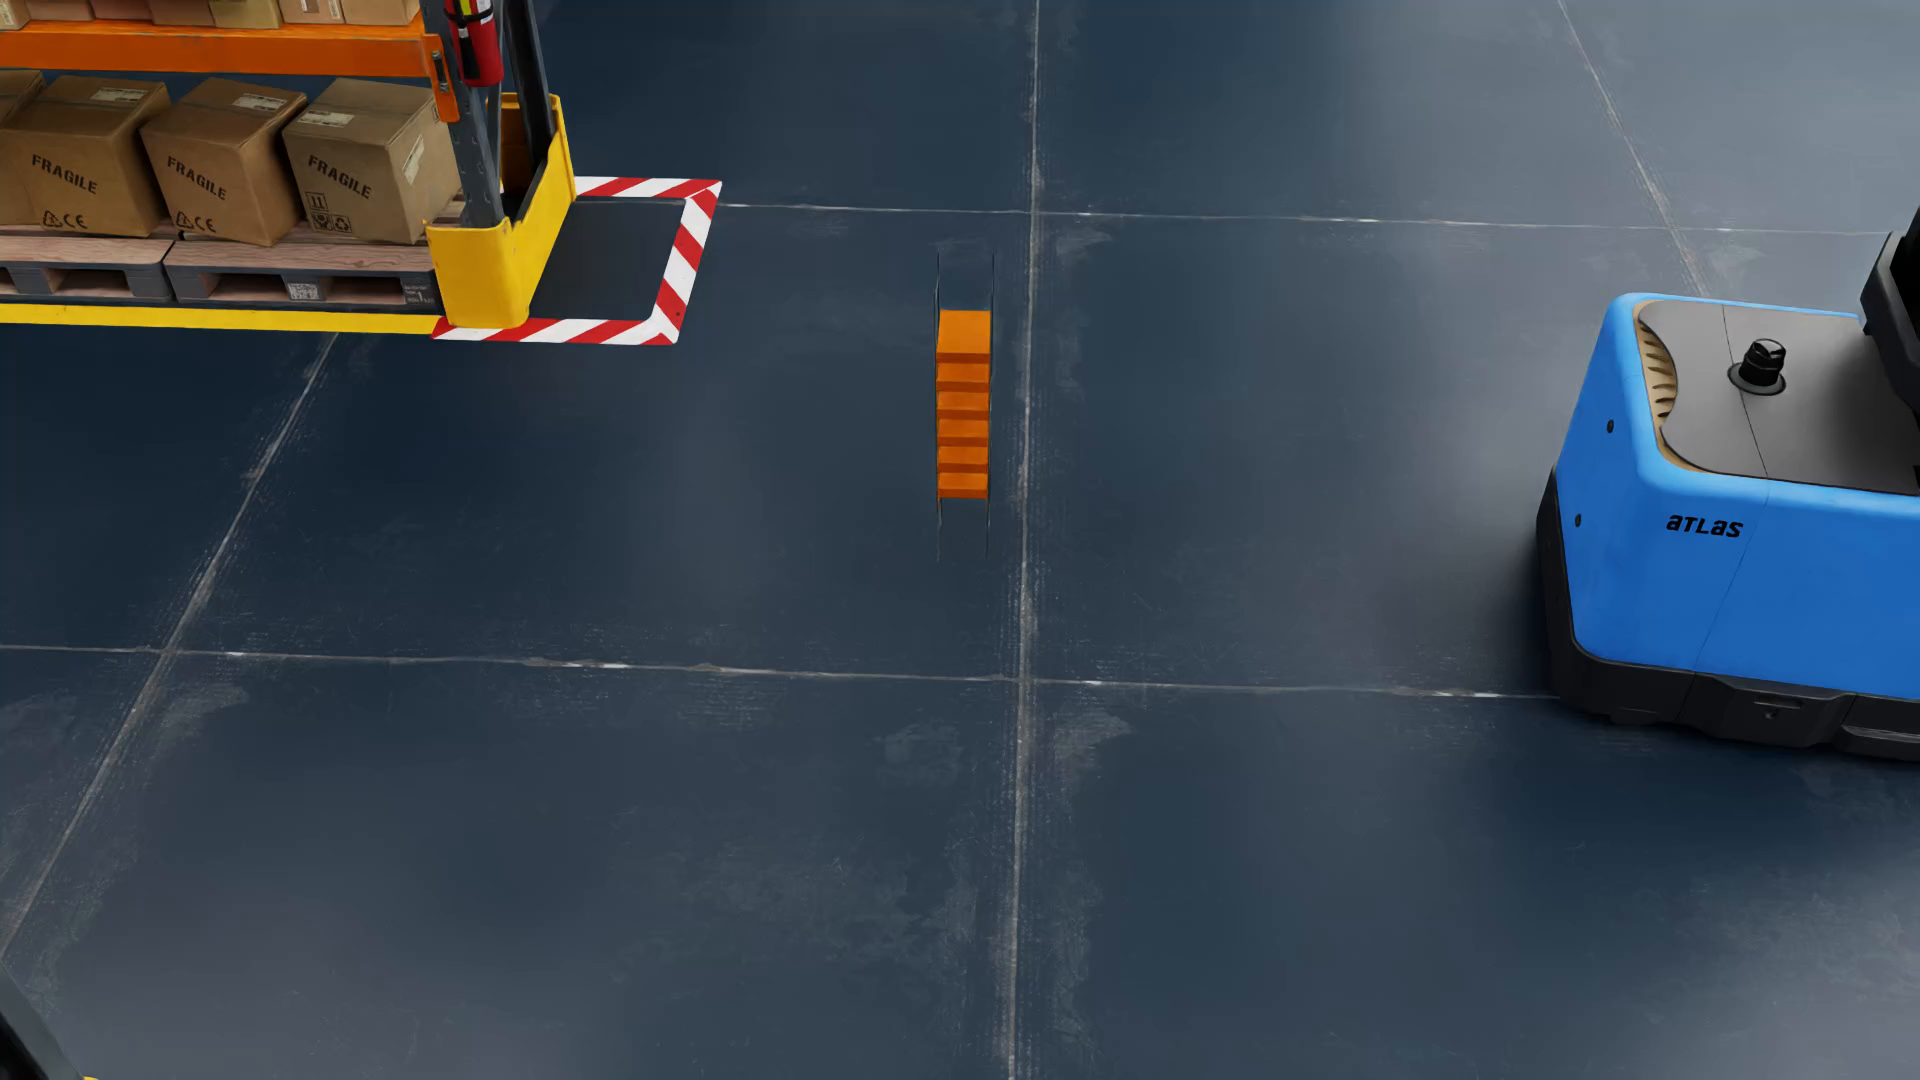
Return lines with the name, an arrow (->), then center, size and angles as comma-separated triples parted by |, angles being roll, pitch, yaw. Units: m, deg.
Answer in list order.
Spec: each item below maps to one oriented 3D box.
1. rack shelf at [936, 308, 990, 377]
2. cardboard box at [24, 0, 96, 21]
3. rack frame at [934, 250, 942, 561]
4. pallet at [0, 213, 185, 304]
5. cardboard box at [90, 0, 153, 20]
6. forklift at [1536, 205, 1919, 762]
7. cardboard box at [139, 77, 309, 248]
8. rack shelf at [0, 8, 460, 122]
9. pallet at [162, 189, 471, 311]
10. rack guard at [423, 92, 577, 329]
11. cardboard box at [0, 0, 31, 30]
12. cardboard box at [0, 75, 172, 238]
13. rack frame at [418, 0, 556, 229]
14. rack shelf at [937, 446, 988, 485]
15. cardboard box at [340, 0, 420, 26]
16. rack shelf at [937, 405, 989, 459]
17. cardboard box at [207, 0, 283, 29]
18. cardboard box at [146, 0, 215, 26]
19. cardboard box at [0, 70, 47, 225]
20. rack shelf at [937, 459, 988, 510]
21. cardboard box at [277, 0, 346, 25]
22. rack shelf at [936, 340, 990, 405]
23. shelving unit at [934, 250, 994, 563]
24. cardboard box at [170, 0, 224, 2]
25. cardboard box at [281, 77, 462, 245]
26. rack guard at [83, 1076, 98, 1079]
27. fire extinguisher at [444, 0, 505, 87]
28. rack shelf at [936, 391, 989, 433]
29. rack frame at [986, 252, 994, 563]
rack shelf -> 0.014, -0.669, 5.625 | 0.180, 0.103, 0.258 | 2, 43, 2
cardboard box -> -3.516, -2.218, 6.615 | 0.250, 0.149, 0.380 | 2, 43, 2
rack frame -> -0.077, -0.441, 5.844 | 0.006, 1.200, 0.240 | 2, 43, 2
pallet -> -4.074, -1.485, 7.689 | 1.213, 0.211, 1.003 | 2, 43, 2
cardboard box -> -3.266, -2.226, 6.623 | 0.250, 0.149, 0.380 | 2, 43, 2
forklift -> 3.571, -0.626, 4.771 | 3.031, 2.935, 1.130 | 7, 43, 8
cardboard box -> -3.195, -1.680, 7.378 | 0.500, 0.500, 0.500 | 12, 44, 13
rack shelf -> -3.971, -2.213, 6.953 | 4.000, 0.370, 1.077 | 2, 43, 2
pallet -> -2.859, -1.446, 7.647 | 1.213, 0.211, 1.003 | 2, 43, 2
rack guard -> -2.049, -1.503, 7.496 | 0.348, 0.500, 1.175 | 2, 43, 2
cardboard box -> -3.770, -2.166, 6.558 | 0.250, 0.149, 0.380 | 2, 43, 2
cardboard box -> -3.819, -1.712, 7.412 | 0.500, 0.500, 0.500 | 5, 43, 6
rack frame -> -1.973, -2.415, 6.642 | 0.127, 3.000, 1.000 | 2, 43, 2
rack shelf -> 0.014, -0.318, 5.953 | 0.180, 0.103, 0.258 | 2, 43, 2
cardboard box -> -2.267, -2.191, 6.586 | 0.250, 0.149, 0.380 | 2, 43, 2
rack shelf -> 0.014, -0.406, 5.871 | 0.180, 0.103, 0.258 | 2, 43, 2
cardboard box -> -2.769, -2.172, 6.565 | 0.250, 0.149, 0.380 | 2, 43, 2
cardboard box -> -3.018, -2.190, 6.585 | 0.250, 0.149, 0.380 | 2, 43, 2
cardboard box -> -4.375, -1.759, 7.464 | 0.500, 0.500, 0.500 | -2, 43, -2
rack shelf -> 0.014, -0.230, 6.034 | 0.180, 0.103, 0.258 | 2, 43, 2
cardboard box -> -2.517, -2.199, 6.594 | 0.250, 0.149, 0.380 | 2, 43, 2
rack shelf -> 0.014, -0.582, 5.707 | 0.180, 0.103, 0.258 | 2, 43, 2
shelving unit -> 0.014, -0.439, 5.841 | 0.189, 1.200, 0.258 | 2, 43, 2
cardboard box -> -3.026, -2.530, 6.473 | 0.500, 0.500, 0.875 | 2, 43, 2
cardboard box -> -2.596, -1.684, 7.383 | 0.500, 0.500, 0.500 | 9, 44, 10
rack guard -> -2.274, 1.902, 3.841 | 0.348, 0.500, 1.175 | 2, 43, 2
fire extinguisher -> -1.879, -2.069, 6.327 | 0.183, 0.674, 0.296 | 2, 43, 2
rack shelf -> 0.014, -0.494, 5.789 | 0.180, 0.103, 0.258 | 2, 43, 2
rack frame -> 0.106, -0.436, 5.838 | 0.006, 1.200, 0.240 | 2, 43, 2
